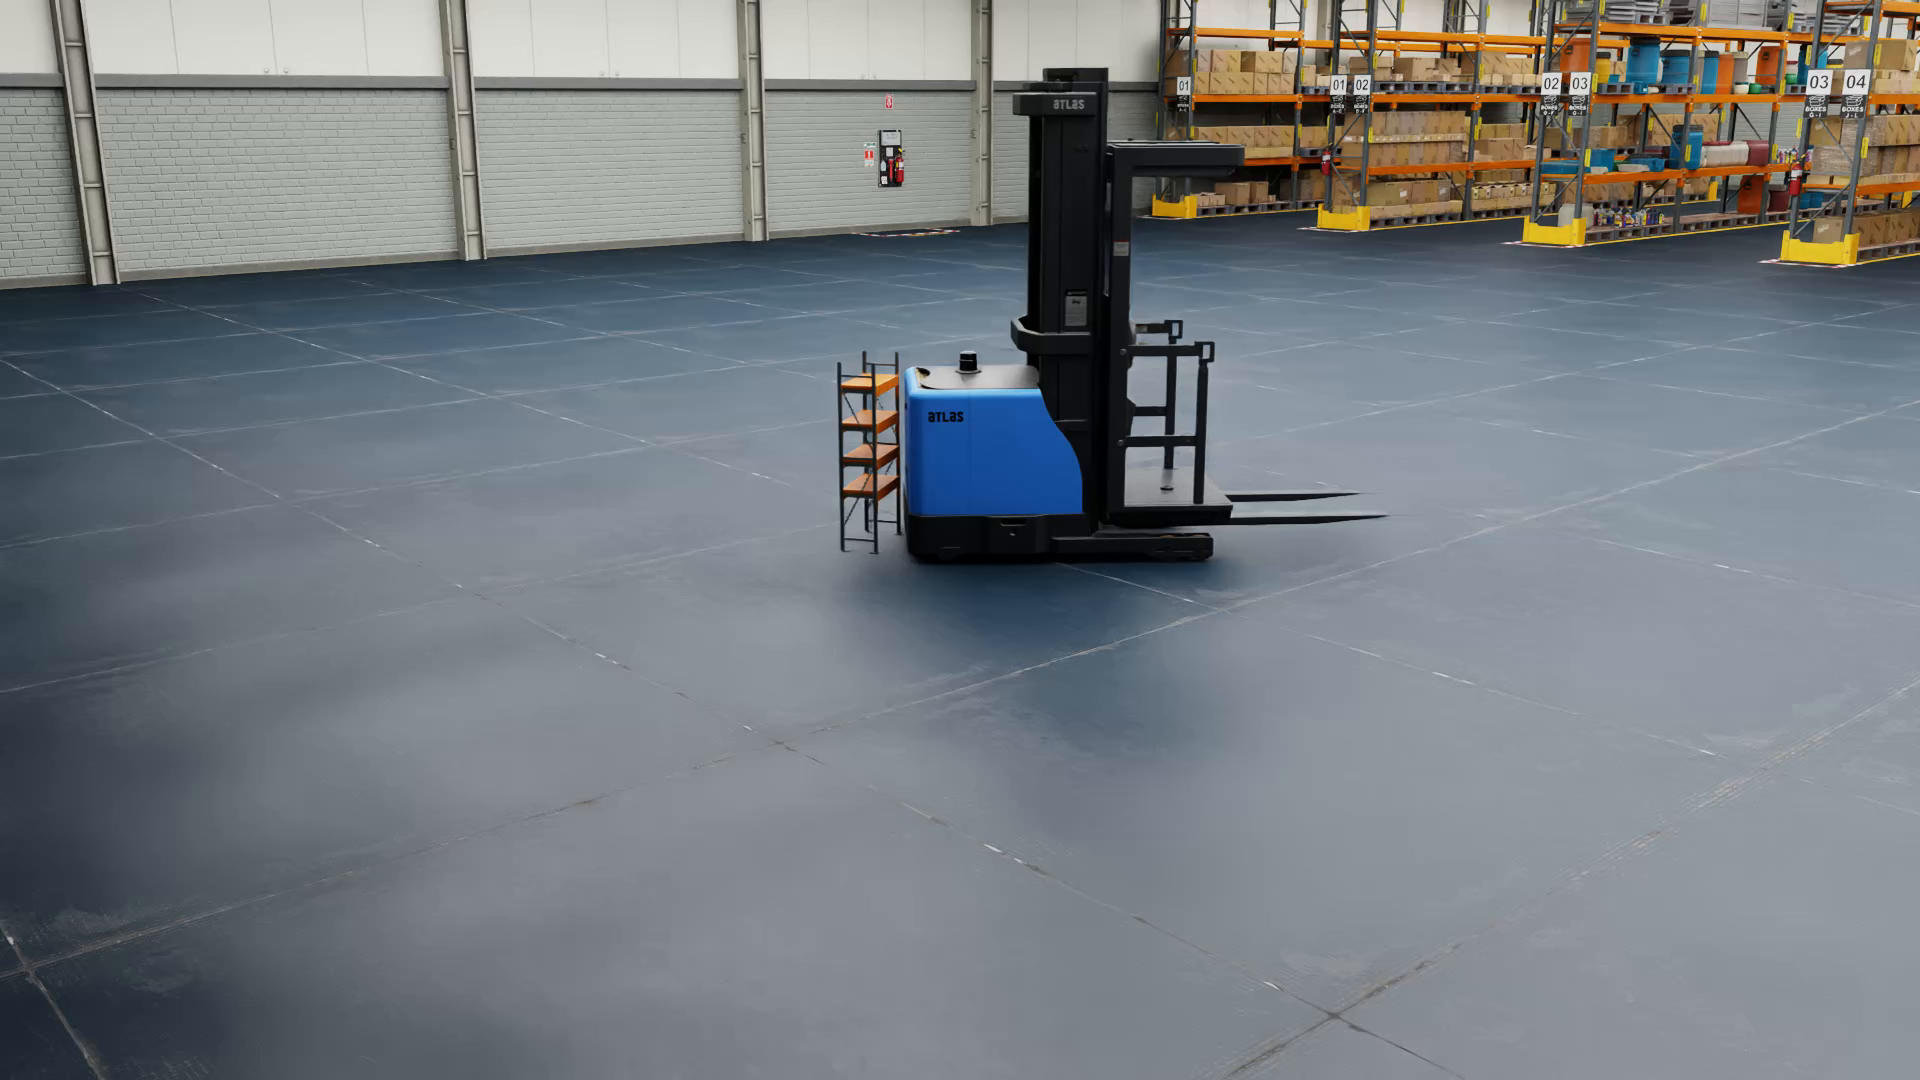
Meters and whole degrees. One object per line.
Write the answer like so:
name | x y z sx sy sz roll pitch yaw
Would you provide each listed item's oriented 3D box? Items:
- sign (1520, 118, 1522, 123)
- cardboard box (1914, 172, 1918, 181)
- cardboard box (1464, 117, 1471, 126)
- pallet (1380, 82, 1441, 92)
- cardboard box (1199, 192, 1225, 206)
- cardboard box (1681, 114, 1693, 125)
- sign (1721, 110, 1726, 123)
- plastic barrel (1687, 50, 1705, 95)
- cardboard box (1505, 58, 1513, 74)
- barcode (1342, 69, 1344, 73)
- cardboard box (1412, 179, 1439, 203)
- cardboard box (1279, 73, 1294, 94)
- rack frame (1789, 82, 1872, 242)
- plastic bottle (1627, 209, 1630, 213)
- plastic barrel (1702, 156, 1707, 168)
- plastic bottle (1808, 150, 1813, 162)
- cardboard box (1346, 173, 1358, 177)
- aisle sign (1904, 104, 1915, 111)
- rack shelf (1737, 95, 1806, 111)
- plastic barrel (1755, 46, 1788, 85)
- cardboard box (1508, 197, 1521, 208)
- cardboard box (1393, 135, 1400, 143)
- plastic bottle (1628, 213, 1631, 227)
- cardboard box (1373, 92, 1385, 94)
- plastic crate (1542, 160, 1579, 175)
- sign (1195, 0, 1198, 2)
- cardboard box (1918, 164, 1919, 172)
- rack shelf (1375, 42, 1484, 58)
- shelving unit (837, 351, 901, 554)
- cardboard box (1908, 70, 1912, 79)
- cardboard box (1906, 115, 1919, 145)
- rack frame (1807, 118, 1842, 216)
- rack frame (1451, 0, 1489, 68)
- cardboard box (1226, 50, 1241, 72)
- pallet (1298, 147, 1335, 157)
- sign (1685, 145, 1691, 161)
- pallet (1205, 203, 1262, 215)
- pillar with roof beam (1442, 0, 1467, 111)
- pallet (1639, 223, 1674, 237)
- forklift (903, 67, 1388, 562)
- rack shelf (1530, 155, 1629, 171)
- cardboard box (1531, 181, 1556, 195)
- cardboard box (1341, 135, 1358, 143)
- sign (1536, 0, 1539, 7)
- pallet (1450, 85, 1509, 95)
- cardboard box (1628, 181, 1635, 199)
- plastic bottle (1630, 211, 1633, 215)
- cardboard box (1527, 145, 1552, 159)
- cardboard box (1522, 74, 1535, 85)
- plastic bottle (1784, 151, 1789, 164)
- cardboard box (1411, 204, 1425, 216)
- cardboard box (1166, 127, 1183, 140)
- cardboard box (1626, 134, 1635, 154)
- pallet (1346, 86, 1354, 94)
sign | 16.756 -12.430 49.639 0.005 0.325 0.100 -13 19 -39
cardboard box | 17.036 -6.571 30.025 0.250 0.149 0.380 -13 19 -39
cardboard box | 13.914 -11.621 46.183 0.500 0.250 0.500 -12 19 -38
pallet | 9.772 -9.919 36.429 1.213 0.211 1.003 -13 19 -39
cardboard box | 6.057 -8.263 40.231 0.500 0.311 0.500 -11 18 -35
cardboard box | 19.059 -11.041 44.141 0.500 0.500 0.500 -12 19 -38
sign | 20.720 -11.501 45.138 0.005 0.325 0.100 -13 19 -39
plastic barrel | 15.302 -9.833 34.966 0.600 0.901 0.600 0 15 0
cardboard box | 15.204 -13.331 46.863 0.500 0.500 0.500 -13 20 -40
barcode | 8.212 -10.064 35.679 0.075 0.075 0.001 -13 19 -39
cardboard box | 10.352 -7.815 37.257 0.500 0.500 0.500 -13 19 -39
cardboard box | 7.843 -11.204 40.838 0.500 0.500 0.500 -12 19 -38
rack frame | 14.801 -6.261 28.375 0.127 3.000 1.000 -13 19 -39
plastic bottle | 13.883 -6.753 34.631 0.133 0.283 0.061 -13 19 -39
plastic barrel | 15.666 -8.030 35.267 0.301 0.262 0.301 0 15 0
plastic bottle | 19.584 -8.859 38.342 0.135 0.276 0.152 -13 19 -39
cardboard box | 10.101 -9.659 43.638 0.500 0.250 0.500 -12 19 -38
aisle sign | 23.866 -11.146 41.629 0.004 0.787 0.394 -13 19 -39
rack shelf | 19.093 -10.020 38.033 4.000 0.370 1.077 -13 19 -39
plastic barrel | 18.015 -10.535 36.920 0.708 0.830 0.600 -13 19 -39
cardboard box | 12.945 -8.023 39.486 0.500 0.250 0.500 -12 19 -38
cardboard box | 9.316 -8.706 36.078 0.250 0.149 0.380 -13 20 -40
plastic bottle | 13.456 -6.441 33.484 0.097 0.271 0.097 0 15 0
cardboard box | 10.715 -11.750 43.248 0.500 0.311 0.500 -13 19 -39
plastic crate | 11.731 -7.296 32.540 0.616 0.251 0.499 -13 19 -39
sign | 5.402 -12.436 37.905 0.005 0.325 0.100 -13 19 -39
cardboard box | 17.038 -6.988 30.329 0.500 0.500 0.875 -13 19 -39
rack shelf | 12.590 -13.205 44.918 4.000 0.370 1.077 -13 19 -39
shelving unit | -0.570 -0.560 10.523 0.258 1.200 0.503 4 15 14
cardboard box | 16.321 -8.097 28.955 0.250 0.149 0.380 -13 20 -40
cardboard box | 16.526 -7.230 29.297 0.500 0.500 0.500 -13 19 -39
rack frame | 20.602 -9.258 39.596 0.127 3.000 1.000 -13 19 -39
rack frame | 14.099 -14.085 46.042 0.127 3.000 1.000 -13 19 -39
cardboard box | 6.287 -11.326 39.356 0.500 0.500 0.500 -12 19 -38
pallet | 8.736 -9.840 42.146 1.213 0.211 1.003 -13 19 -39
sign | 14.920 -7.927 34.078 0.005 0.325 0.100 -13 19 -39
pallet | 6.659 -8.155 40.873 1.213 0.211 1.003 -13 19 -39
pillar with roof beam | 16.885 -13.534 43.979 0.400 9.000 9.100 -13 19 -39
pallet | 14.033 -6.450 34.486 1.213 0.211 1.003 -13 19 -39
forklift | 1.165 -1.417 10.375 3.031 2.935 1.130 -1 15 -4
rack shelf | 15.845 -9.536 42.033 4.000 0.370 1.077 -13 19 -39
cardboard box | 14.102 -8.554 40.388 0.500 0.311 0.500 -12 19 -38
cardboard box | 8.464 -8.653 35.882 0.250 0.149 0.380 -13 20 -40
sign | 13.972 -13.037 40.156 0.005 0.325 0.100 -13 19 -39
pallet | 11.975 -10.376 38.341 1.217 0.209 0.805 -14 20 -42
cardboard box | 17.169 -9.088 42.952 0.500 0.500 0.500 -13 20 -40
plastic bottle | 13.686 -6.544 33.848 0.133 0.283 0.061 -13 19 -39
cardboard box | 14.033 -9.449 40.484 0.500 0.311 0.500 -11 19 -36
cardboard box | 13.208 -10.850 39.221 0.500 0.250 0.500 -13 20 -40
plastic bottle | 18.603 -8.626 37.458 0.133 0.283 0.061 -13 19 -39
cardboard box | 9.984 -7.366 37.026 0.500 0.250 0.500 -13 19 -39
cardboard box | 5.262 -9.574 39.580 0.500 0.500 0.500 -13 20 -40
cardboard box | 17.562 -10.406 43.699 0.500 0.500 0.500 -12 19 -38
pallet | 9.380 -11.450 42.354 1.003 0.211 1.213 -13 19 -39
